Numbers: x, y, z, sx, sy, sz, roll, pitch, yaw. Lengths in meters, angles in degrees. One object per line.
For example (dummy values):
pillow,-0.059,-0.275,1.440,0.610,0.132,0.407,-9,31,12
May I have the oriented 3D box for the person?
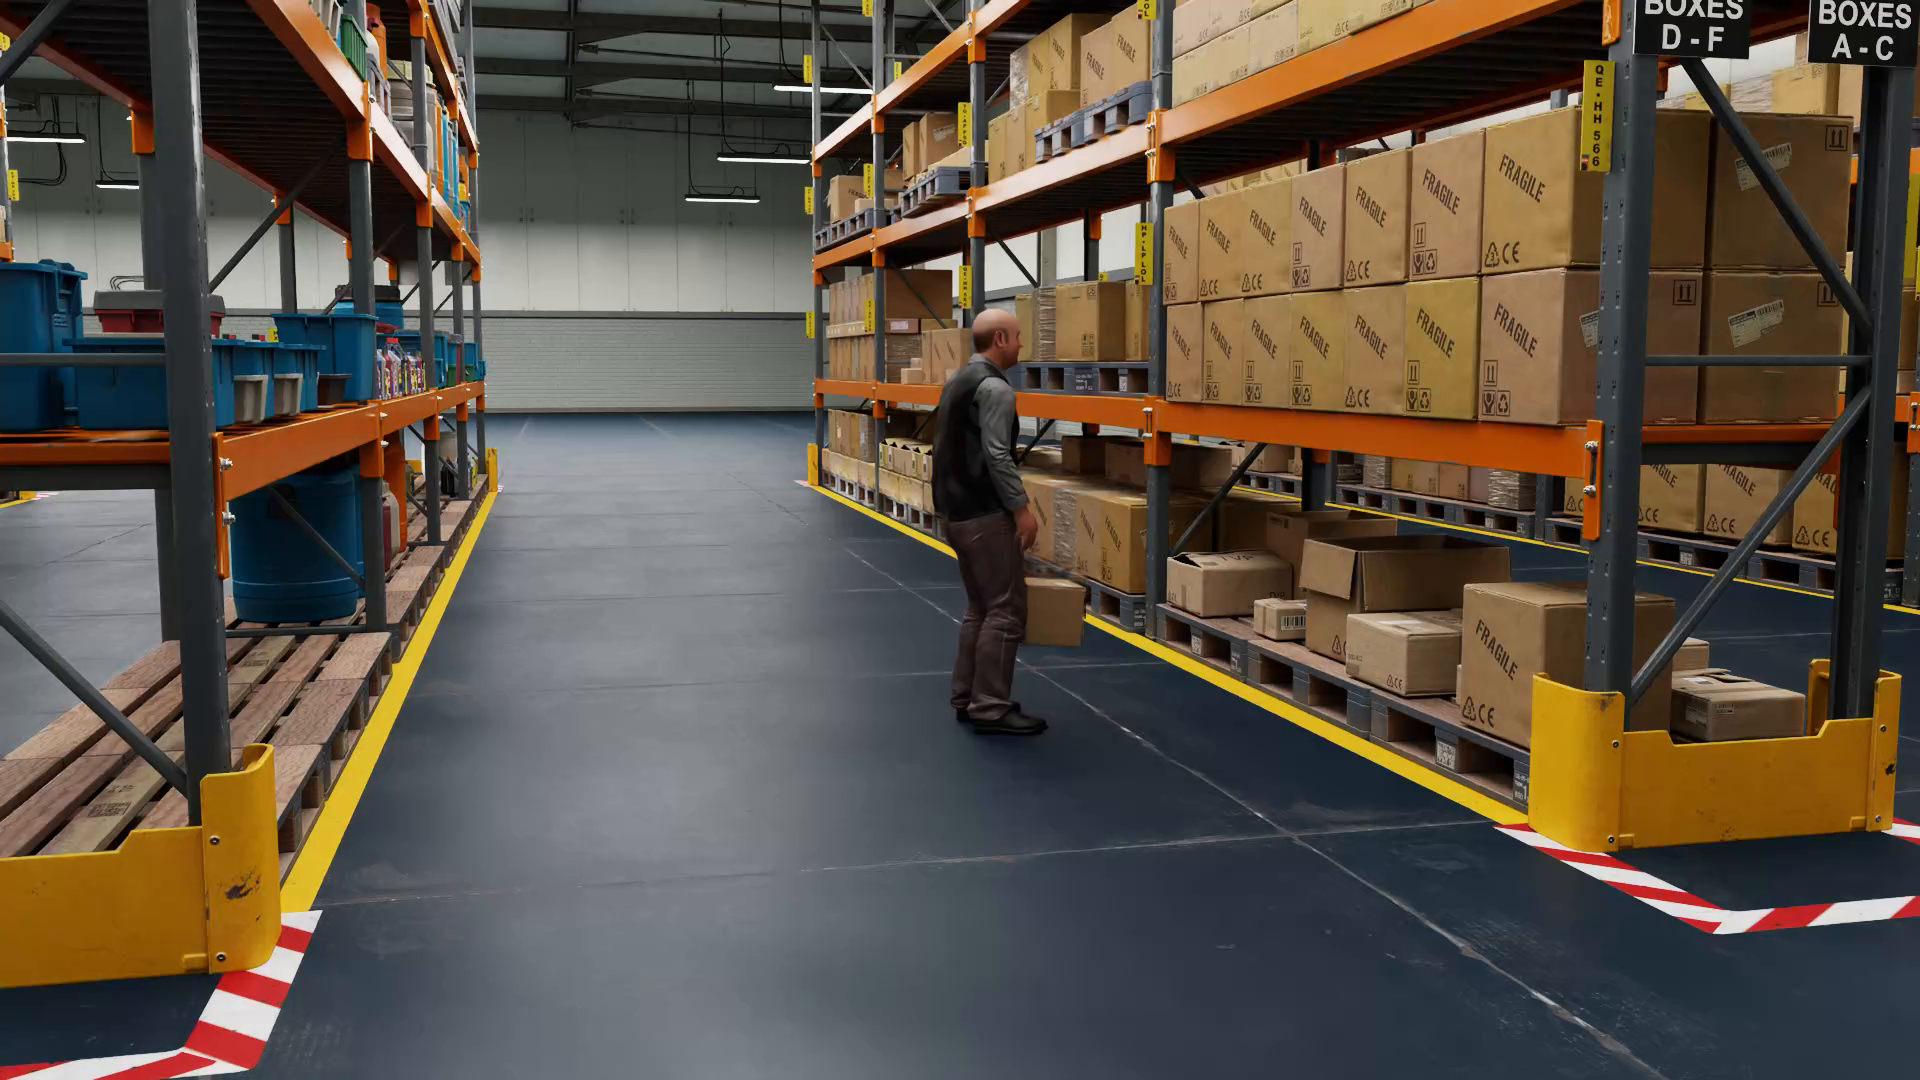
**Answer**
person,0.108,-0.088,6.868,0.394,1.724,0.561,-2,6,-15
